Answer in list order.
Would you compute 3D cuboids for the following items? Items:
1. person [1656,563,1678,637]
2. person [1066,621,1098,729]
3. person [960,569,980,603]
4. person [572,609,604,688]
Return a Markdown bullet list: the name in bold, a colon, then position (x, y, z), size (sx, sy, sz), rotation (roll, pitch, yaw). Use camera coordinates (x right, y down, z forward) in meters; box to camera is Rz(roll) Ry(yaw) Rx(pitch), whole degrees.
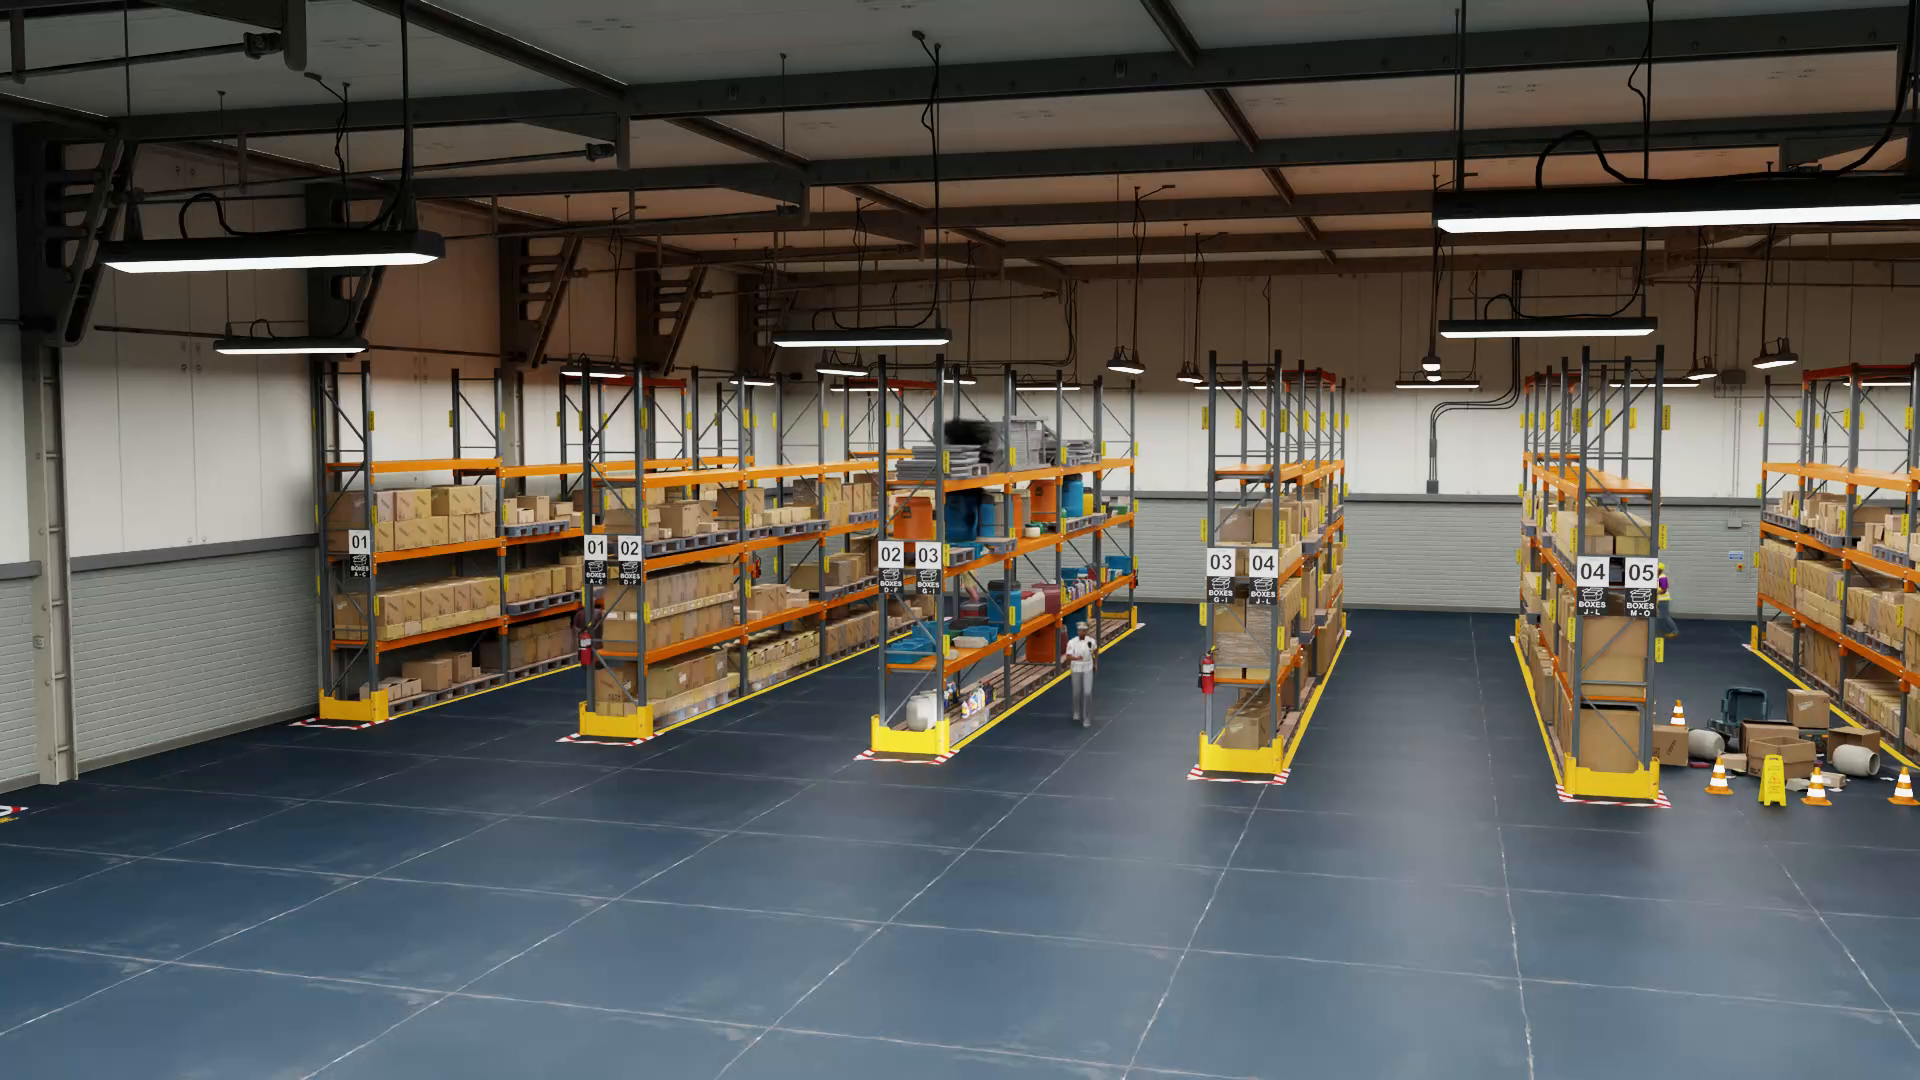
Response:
- **person**: position (16.129, 1.406, 38.267), size (0.816, 1.775, 0.614), rotation (0, 4, 3)
- **person**: position (2.014, 2.200, 27.399), size (0.561, 1.753, 0.846), rotation (0, 4, 0)
- **person**: position (0.232, 1.178, 42.212), size (0.629, 1.608, 0.801), rotation (-3, 5, -39)
- **person**: position (-6.953, 1.955, 31.225), size (0.689, 1.647, 0.634), rotation (0, 4, 6)
